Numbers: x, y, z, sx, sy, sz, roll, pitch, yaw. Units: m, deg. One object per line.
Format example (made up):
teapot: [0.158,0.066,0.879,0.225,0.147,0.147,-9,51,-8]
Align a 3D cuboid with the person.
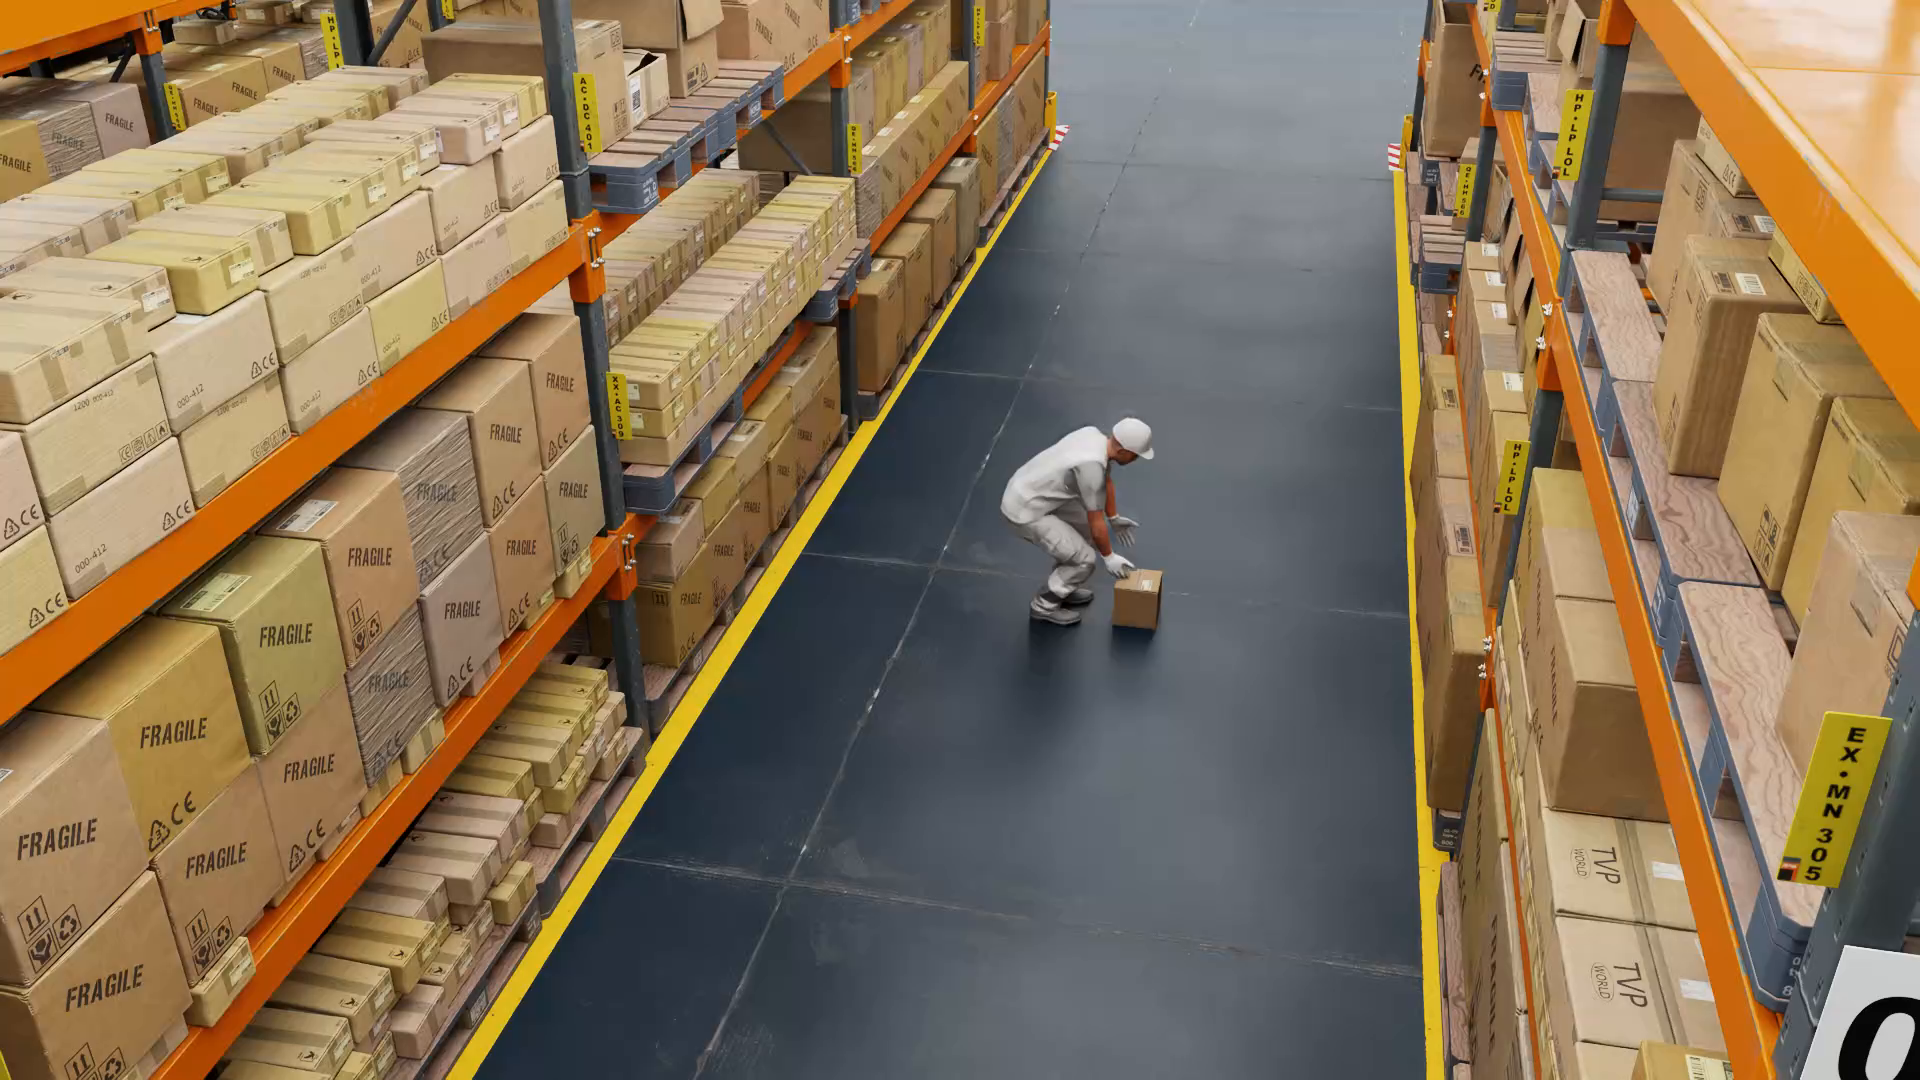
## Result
person: [0.659,-0.149,9.458,0.838,1.230,0.585,6,29,11]
